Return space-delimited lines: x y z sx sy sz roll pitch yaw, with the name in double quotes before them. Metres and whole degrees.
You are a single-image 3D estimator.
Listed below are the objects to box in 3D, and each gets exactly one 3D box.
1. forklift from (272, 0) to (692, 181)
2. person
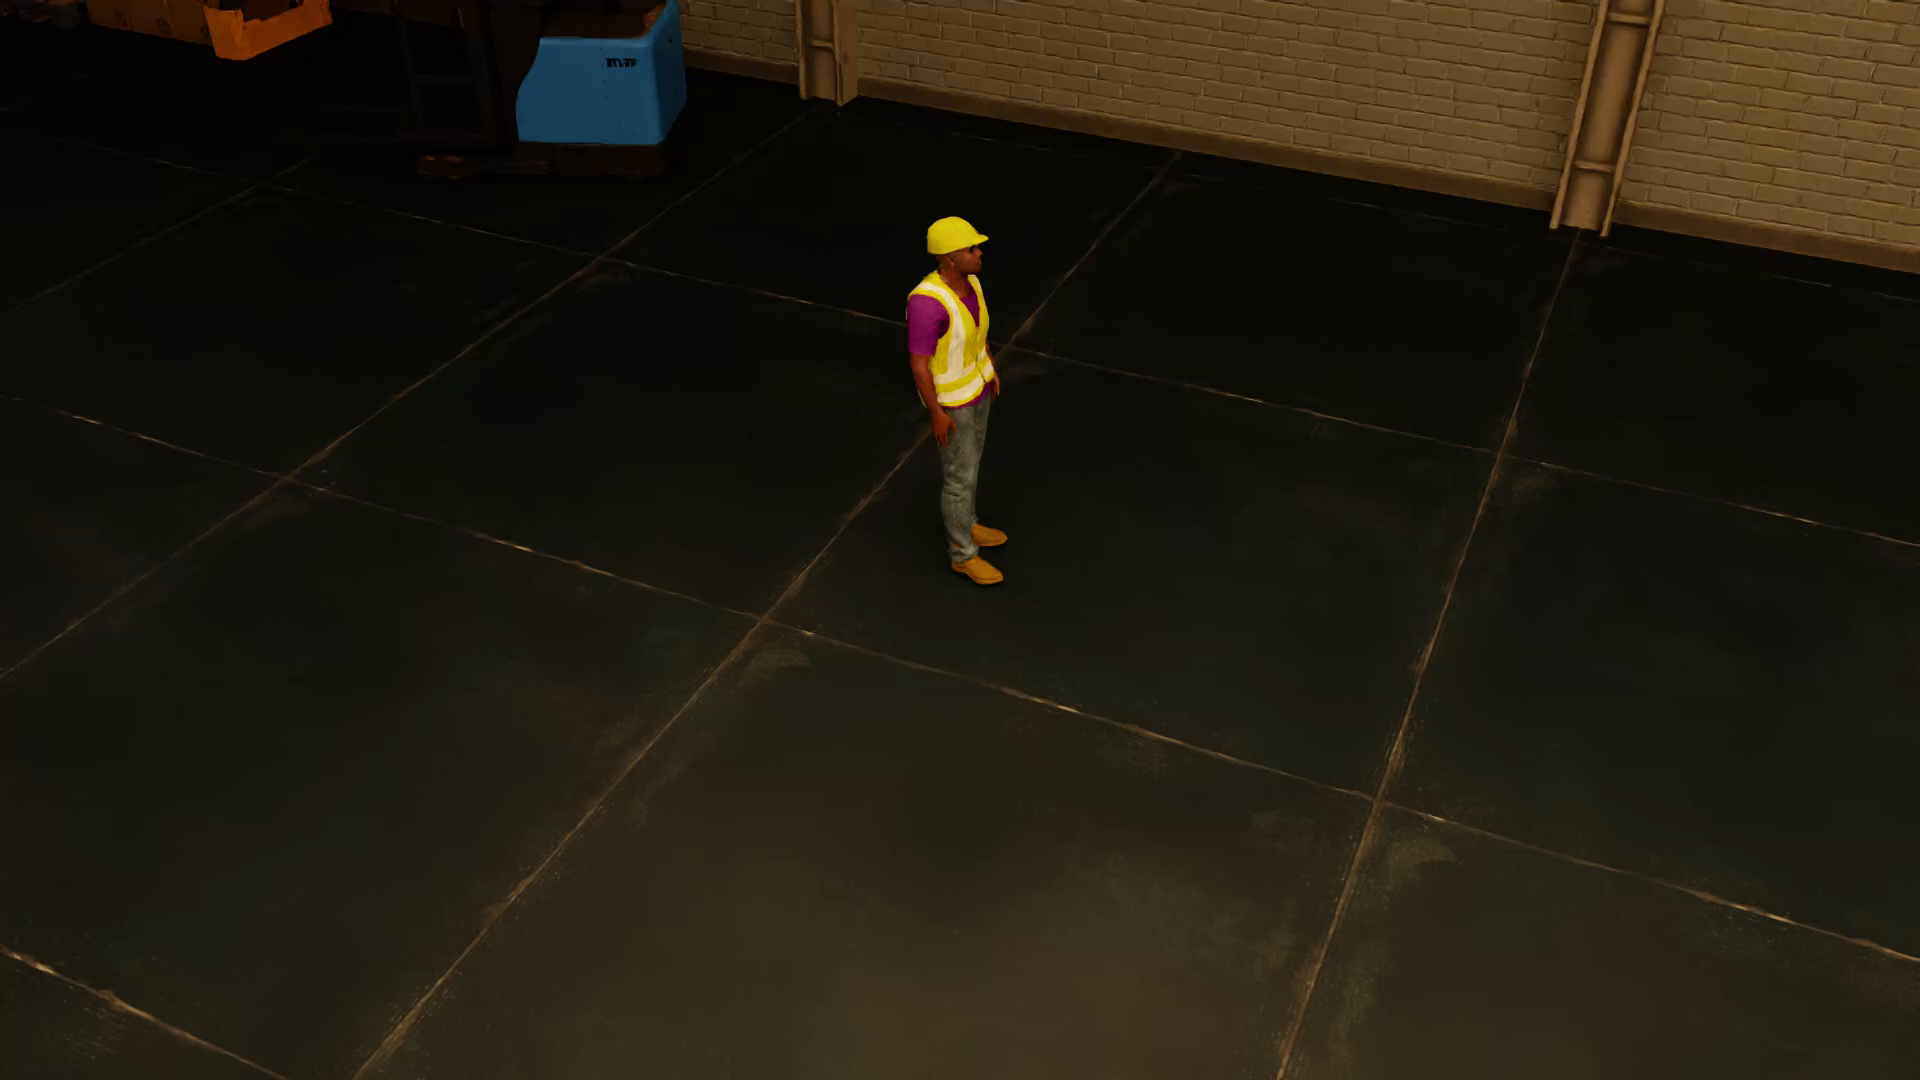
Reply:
"forklift" -3.636 -4.177 11.942 3.031 2.935 1.130 3 36 4
"person" 0.061 -0.705 8.066 0.576 1.766 0.665 15 38 20
